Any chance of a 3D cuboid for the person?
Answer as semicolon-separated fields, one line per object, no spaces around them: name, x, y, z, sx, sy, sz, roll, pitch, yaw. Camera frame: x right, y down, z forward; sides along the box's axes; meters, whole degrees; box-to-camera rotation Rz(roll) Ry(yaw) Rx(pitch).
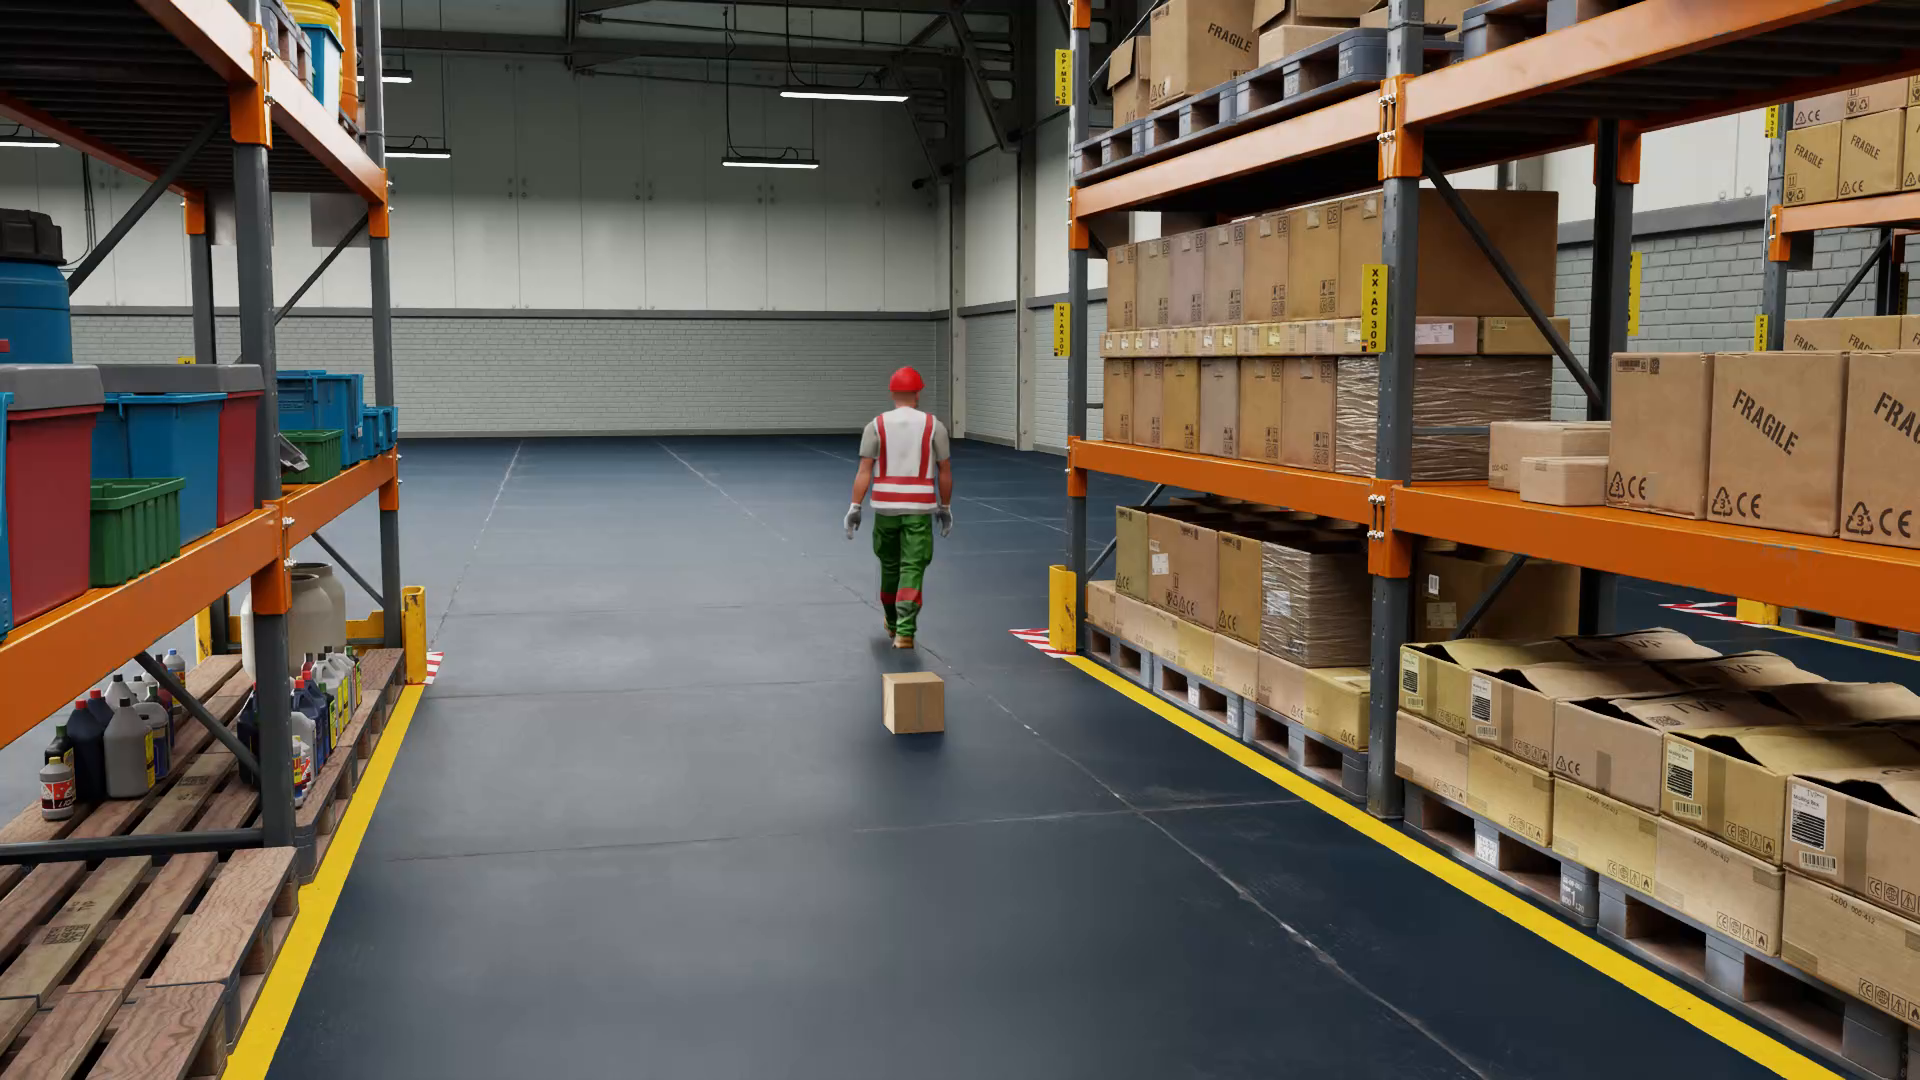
person;-0.363;-0.196;10.253;0.644;1.732;1.101;1;6;6
